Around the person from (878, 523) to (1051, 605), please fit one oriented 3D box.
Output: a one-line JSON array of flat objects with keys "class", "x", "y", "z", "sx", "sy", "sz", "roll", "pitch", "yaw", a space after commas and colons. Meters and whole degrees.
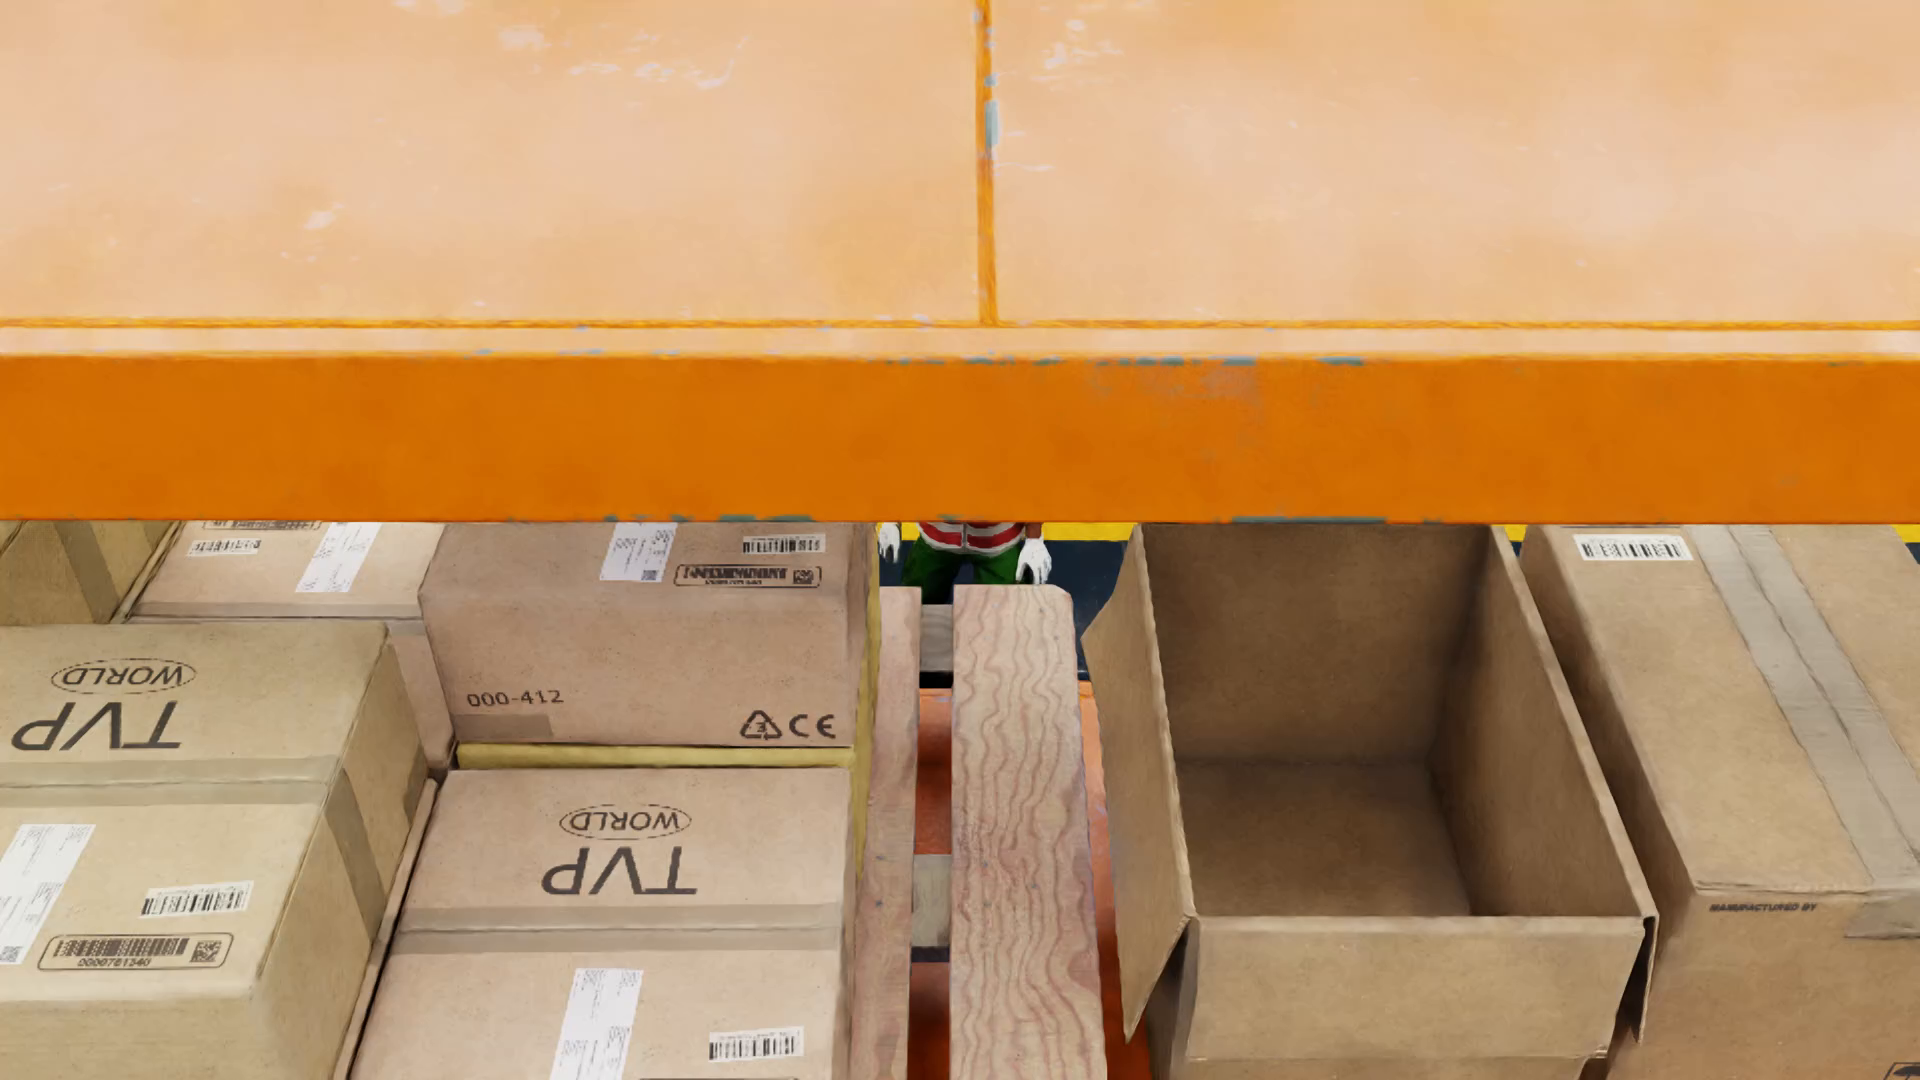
[{"class": "person", "x": 0.009, "y": -0.016, "z": 6.115, "sx": 0.671, "sy": 1.770, "sz": 0.459, "roll": 5, "pitch": 40, "yaw": 7}]
